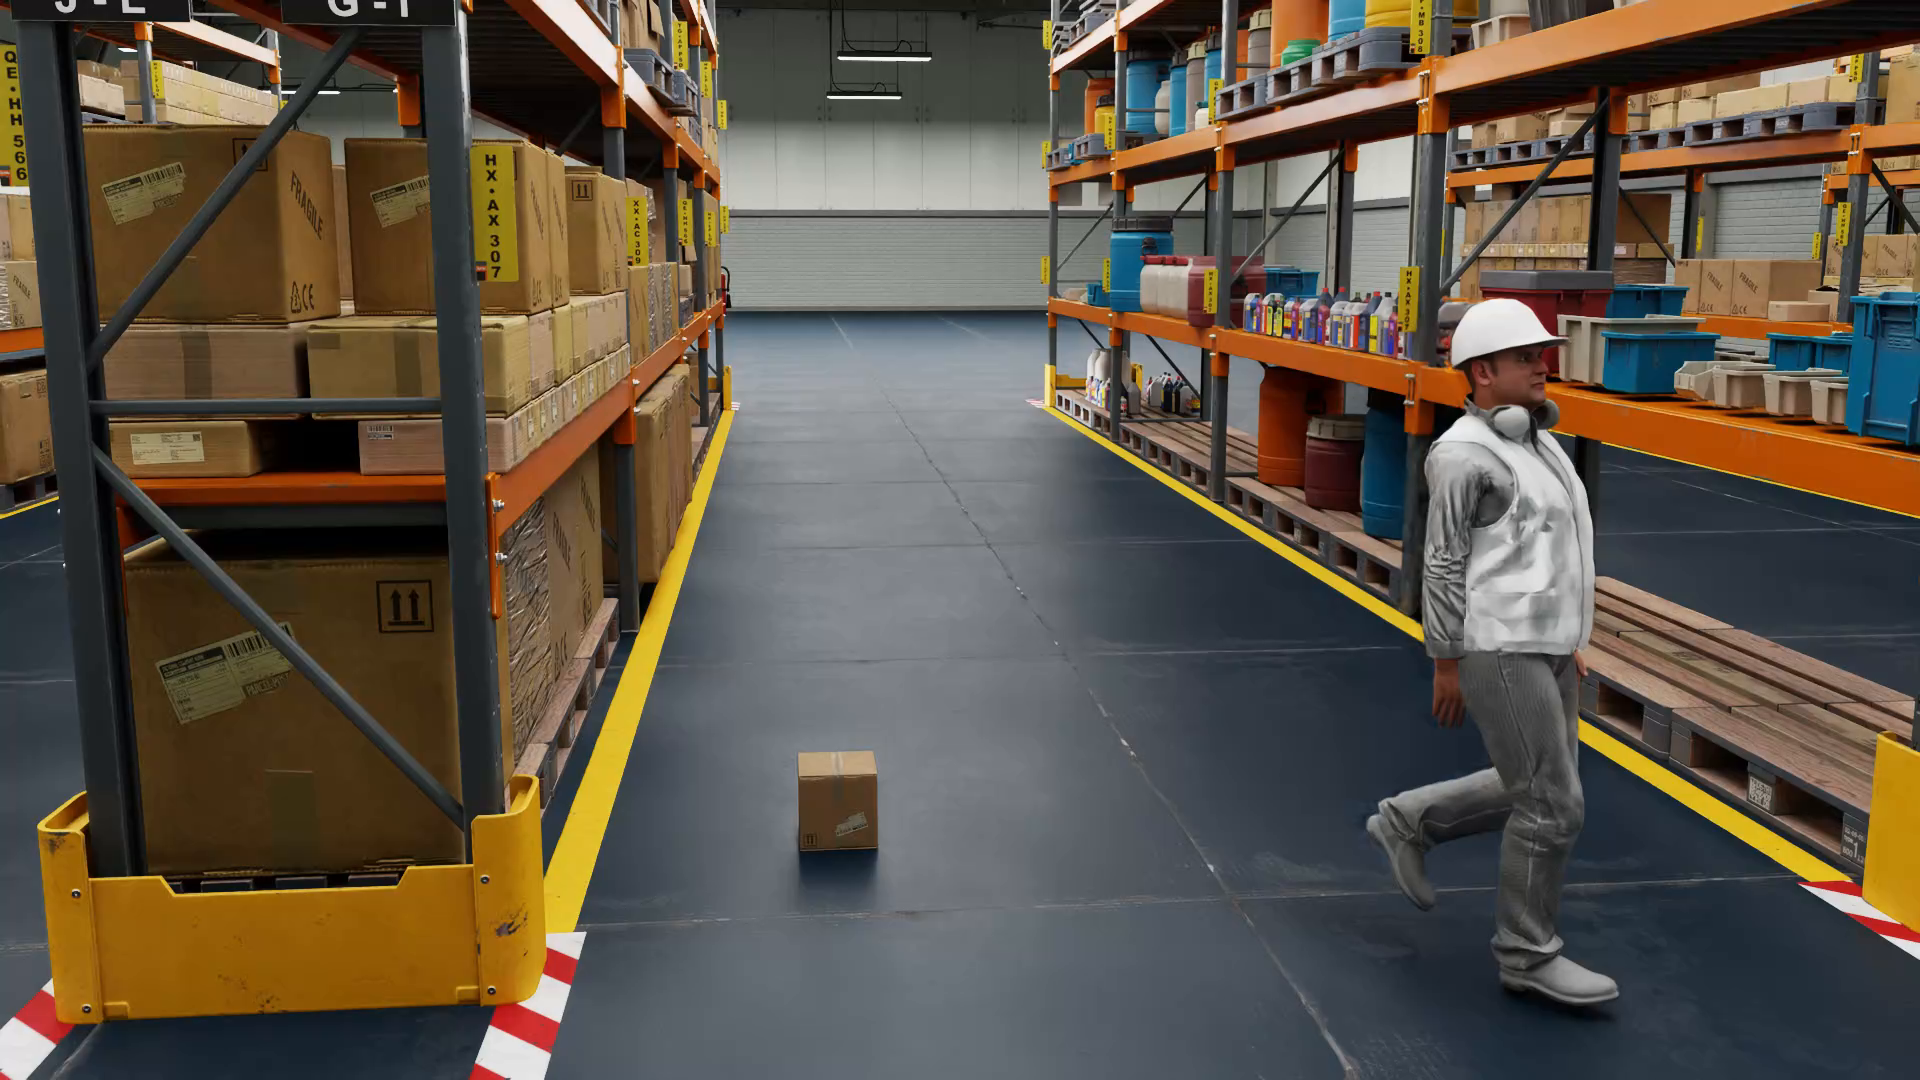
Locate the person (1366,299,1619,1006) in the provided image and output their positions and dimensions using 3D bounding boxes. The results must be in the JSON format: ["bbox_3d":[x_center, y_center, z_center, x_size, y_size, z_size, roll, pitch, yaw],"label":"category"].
[{"bbox_3d":[1.382,0.262,4.273,0.759,1.745,0.529,8,12,37],"label":"person"}]
